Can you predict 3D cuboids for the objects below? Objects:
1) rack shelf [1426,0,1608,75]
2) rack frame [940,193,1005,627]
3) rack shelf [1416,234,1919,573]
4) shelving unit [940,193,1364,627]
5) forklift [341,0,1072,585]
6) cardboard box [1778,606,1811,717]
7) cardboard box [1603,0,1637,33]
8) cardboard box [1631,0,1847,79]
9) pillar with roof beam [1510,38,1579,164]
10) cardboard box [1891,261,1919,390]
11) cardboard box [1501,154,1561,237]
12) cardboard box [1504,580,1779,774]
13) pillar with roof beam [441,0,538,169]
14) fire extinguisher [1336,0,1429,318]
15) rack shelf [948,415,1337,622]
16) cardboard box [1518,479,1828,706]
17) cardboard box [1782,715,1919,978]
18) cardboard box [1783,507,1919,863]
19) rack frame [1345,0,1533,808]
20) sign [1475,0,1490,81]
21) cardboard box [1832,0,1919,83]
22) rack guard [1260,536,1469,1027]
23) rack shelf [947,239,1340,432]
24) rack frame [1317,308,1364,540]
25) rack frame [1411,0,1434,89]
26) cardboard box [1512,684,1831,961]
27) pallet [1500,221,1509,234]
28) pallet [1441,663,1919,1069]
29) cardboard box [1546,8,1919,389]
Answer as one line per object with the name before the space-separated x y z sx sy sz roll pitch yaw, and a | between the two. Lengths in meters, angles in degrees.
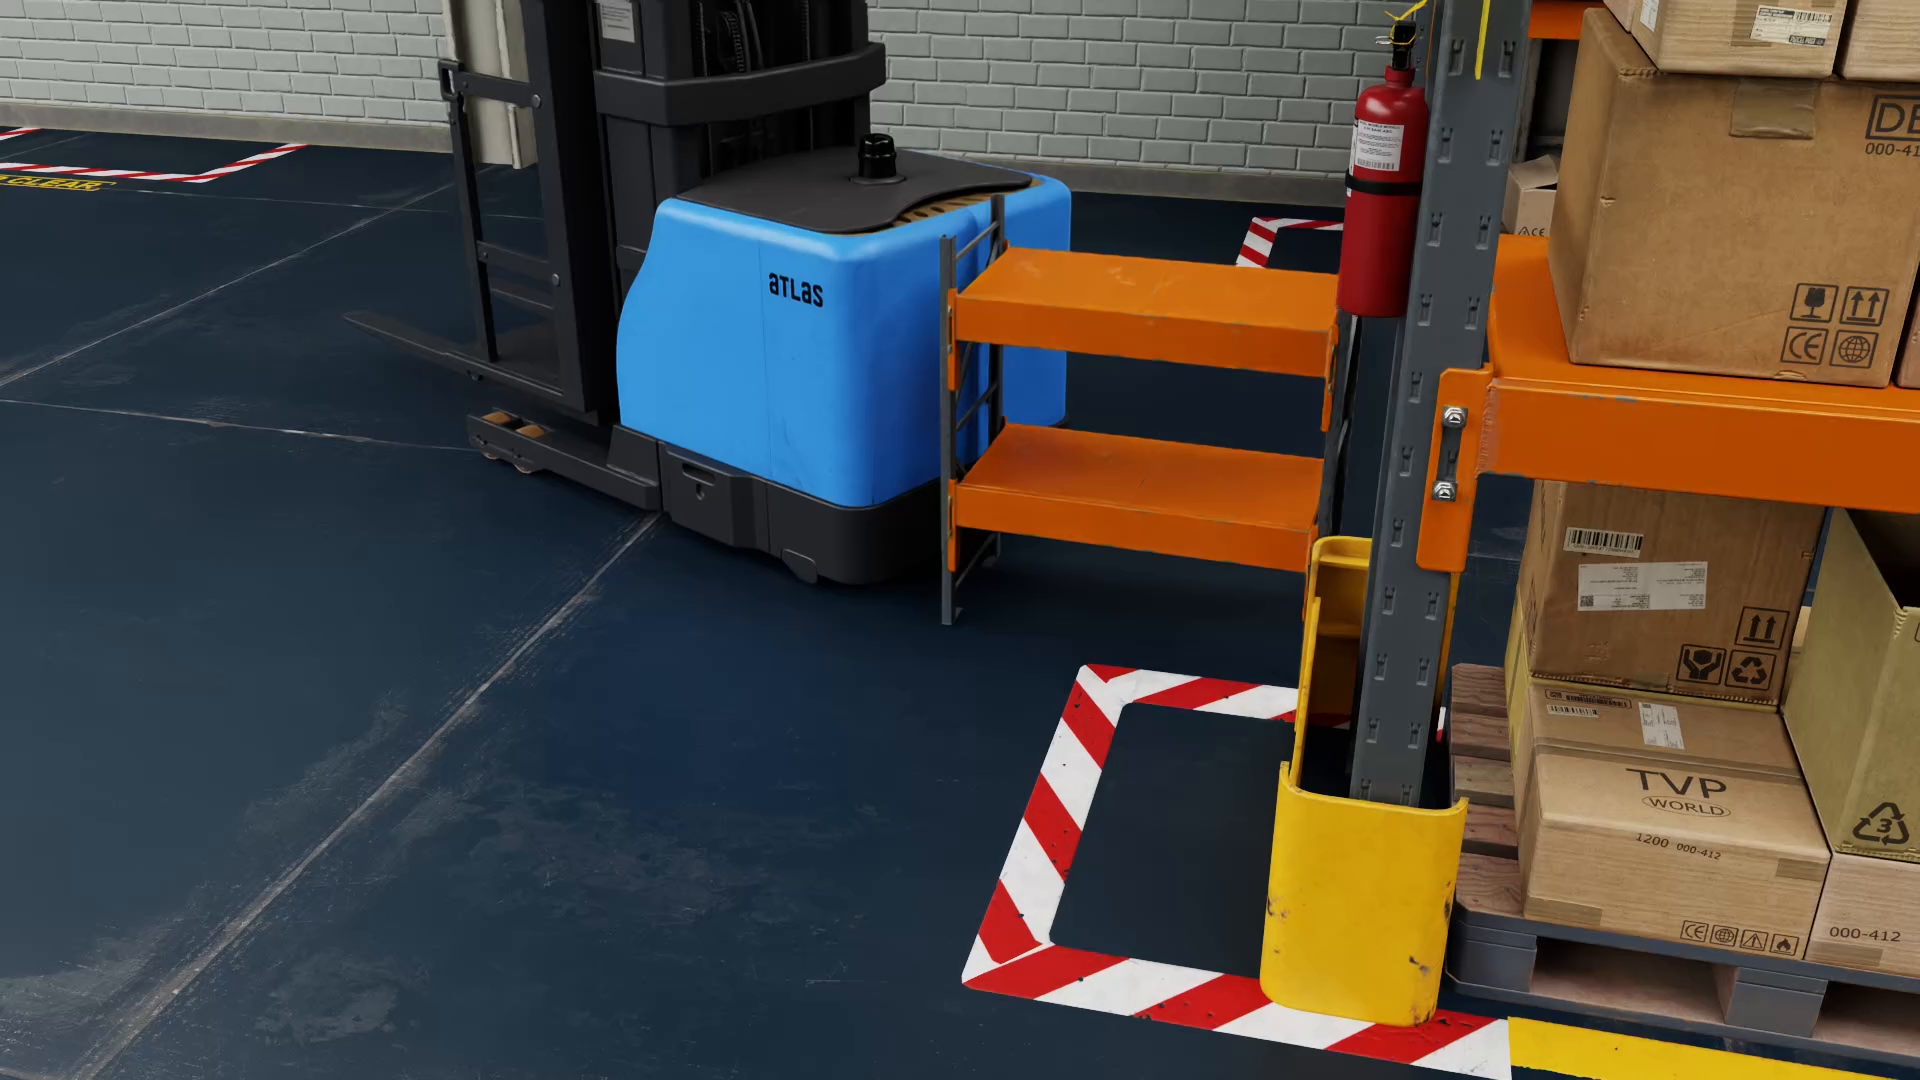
rack shelf | 4.095 -2.179 7.174 4.000 0.370 1.077 6 26 13
rack frame | 0.037 -0.366 4.710 0.032 1.125 0.500 8 27 16
rack shelf | 2.864 -0.116 2.841 4.000 0.370 1.077 6 26 13
shelving unit | 0.521 -0.299 4.570 1.048 1.125 0.538 8 27 16
forklift | -1.093 -1.703 5.418 3.031 2.935 1.130 20 32 36
cardboard box | 2.008 0.380 3.673 0.500 0.250 0.500 6 26 13
cardboard box | 1.345 -1.031 3.056 0.250 0.149 0.380 6 26 12
cardboard box | 1.254 -0.861 2.699 0.250 0.149 0.380 6 26 13
pillar with roof beam | 1.979 -3.919 3.014 0.400 9.000 9.100 6 26 13
cardboard box | 1.886 -0.591 2.885 0.500 0.500 0.700 7 26 14
cardboard box | 2.805 -1.591 7.718 0.500 0.311 0.500 3 26 7
cardboard box | 1.520 0.331 3.775 0.500 0.250 0.500 6 26 13
pillar with roof beam | -3.832 -4.562 4.363 0.400 9.000 9.100 6 26 13
fire extinguisher | 0.929 -0.826 3.585 0.183 0.674 0.296 6 26 13
rack shelf | 0.521 -0.079 4.675 1.000 0.278 0.538 8 27 16
cardboard box | 1.521 -0.008 3.615 0.500 0.500 0.500 6 26 13
cardboard box | 1.877 0.599 3.213 0.500 0.250 0.500 6 26 13
cardboard box | 1.876 0.261 3.050 0.500 0.500 0.500 6 26 13
rack frame | 0.927 -0.655 3.136 0.127 3.000 1.000 6 26 13
sign | 0.783 -0.851 2.449 0.005 0.325 0.100 6 26 13
cardboard box | 1.510 -0.834 2.642 0.250 0.149 0.380 6 26 12
rack guard | 0.904 0.471 3.679 0.348 0.500 1.175 6 26 13
rack shelf | 0.521 -0.564 4.444 1.000 0.278 0.538 8 27 16
rack frame | 1.006 -0.233 4.431 0.032 1.125 0.500 8 27 16
rack frame | 2.158 -2.718 7.469 0.127 3.000 1.000 6 26 13
cardboard box | 1.391 0.547 3.322 0.500 0.250 0.500 6 26 13
pallet | 3.009 -1.349 7.837 1.213 0.211 1.003 6 26 13
pallet | 1.678 0.668 3.600 1.213 0.211 1.003 6 26 13
cardboard box | 1.376 -0.645 2.998 0.500 0.500 0.700 6 26 13
